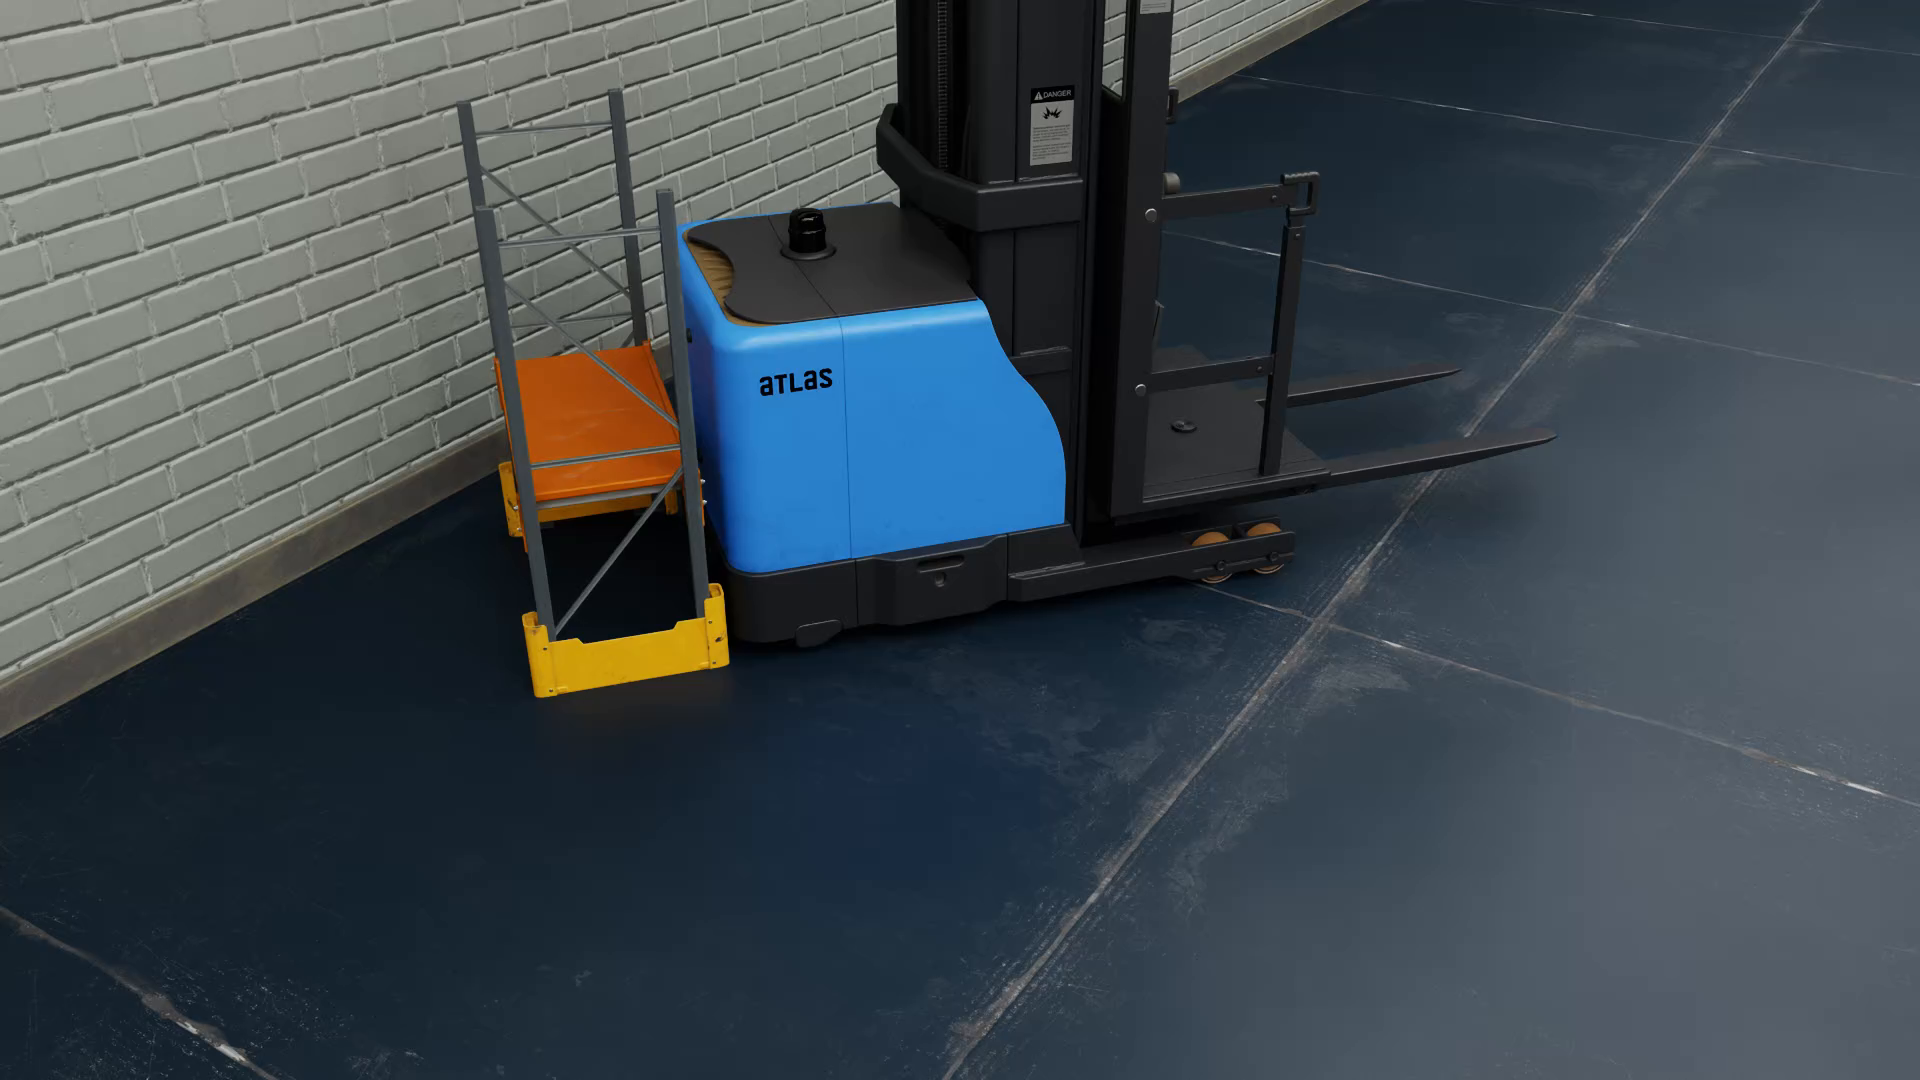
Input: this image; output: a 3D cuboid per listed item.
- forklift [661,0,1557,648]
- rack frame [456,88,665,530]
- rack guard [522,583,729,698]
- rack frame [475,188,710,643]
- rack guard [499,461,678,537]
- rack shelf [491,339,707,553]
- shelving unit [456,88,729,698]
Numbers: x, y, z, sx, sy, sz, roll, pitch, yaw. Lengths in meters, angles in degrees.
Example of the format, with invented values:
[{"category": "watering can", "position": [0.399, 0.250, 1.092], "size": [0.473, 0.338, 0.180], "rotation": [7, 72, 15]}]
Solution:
[{"category": "forklift", "position": [0.597, -1.366, 5.182], "size": [3.031, 2.935, 1.130], "rotation": [-9, 32, -16]}, {"category": "rack frame", "position": [-1.292, -0.720, 5.495], "size": [0.500, 1.500, 0.032], "rotation": [-9, 31, -15]}, {"category": "rack guard", "position": [-0.995, 0.300, 4.988], "size": [0.587, 0.250, 0.087], "rotation": [-9, 31, -15]}, {"category": "rack frame", "position": [-0.989, -0.231, 4.657], "size": [0.500, 1.500, 0.032], "rotation": [-9, 31, -15]}, {"category": "rack guard", "position": [-1.292, -0.179, 5.809], "size": [0.587, 0.250, 0.087], "rotation": [-9, 31, -15]}, {"category": "rack shelf", "position": [-1.141, -0.320, 5.167], "size": [0.538, 0.185, 1.000], "rotation": [-9, 31, -15]}, {"category": "shelving unit", "position": [-1.144, -0.480, 5.084], "size": [0.587, 1.500, 1.083], "rotation": [-9, 31, -15]}]
